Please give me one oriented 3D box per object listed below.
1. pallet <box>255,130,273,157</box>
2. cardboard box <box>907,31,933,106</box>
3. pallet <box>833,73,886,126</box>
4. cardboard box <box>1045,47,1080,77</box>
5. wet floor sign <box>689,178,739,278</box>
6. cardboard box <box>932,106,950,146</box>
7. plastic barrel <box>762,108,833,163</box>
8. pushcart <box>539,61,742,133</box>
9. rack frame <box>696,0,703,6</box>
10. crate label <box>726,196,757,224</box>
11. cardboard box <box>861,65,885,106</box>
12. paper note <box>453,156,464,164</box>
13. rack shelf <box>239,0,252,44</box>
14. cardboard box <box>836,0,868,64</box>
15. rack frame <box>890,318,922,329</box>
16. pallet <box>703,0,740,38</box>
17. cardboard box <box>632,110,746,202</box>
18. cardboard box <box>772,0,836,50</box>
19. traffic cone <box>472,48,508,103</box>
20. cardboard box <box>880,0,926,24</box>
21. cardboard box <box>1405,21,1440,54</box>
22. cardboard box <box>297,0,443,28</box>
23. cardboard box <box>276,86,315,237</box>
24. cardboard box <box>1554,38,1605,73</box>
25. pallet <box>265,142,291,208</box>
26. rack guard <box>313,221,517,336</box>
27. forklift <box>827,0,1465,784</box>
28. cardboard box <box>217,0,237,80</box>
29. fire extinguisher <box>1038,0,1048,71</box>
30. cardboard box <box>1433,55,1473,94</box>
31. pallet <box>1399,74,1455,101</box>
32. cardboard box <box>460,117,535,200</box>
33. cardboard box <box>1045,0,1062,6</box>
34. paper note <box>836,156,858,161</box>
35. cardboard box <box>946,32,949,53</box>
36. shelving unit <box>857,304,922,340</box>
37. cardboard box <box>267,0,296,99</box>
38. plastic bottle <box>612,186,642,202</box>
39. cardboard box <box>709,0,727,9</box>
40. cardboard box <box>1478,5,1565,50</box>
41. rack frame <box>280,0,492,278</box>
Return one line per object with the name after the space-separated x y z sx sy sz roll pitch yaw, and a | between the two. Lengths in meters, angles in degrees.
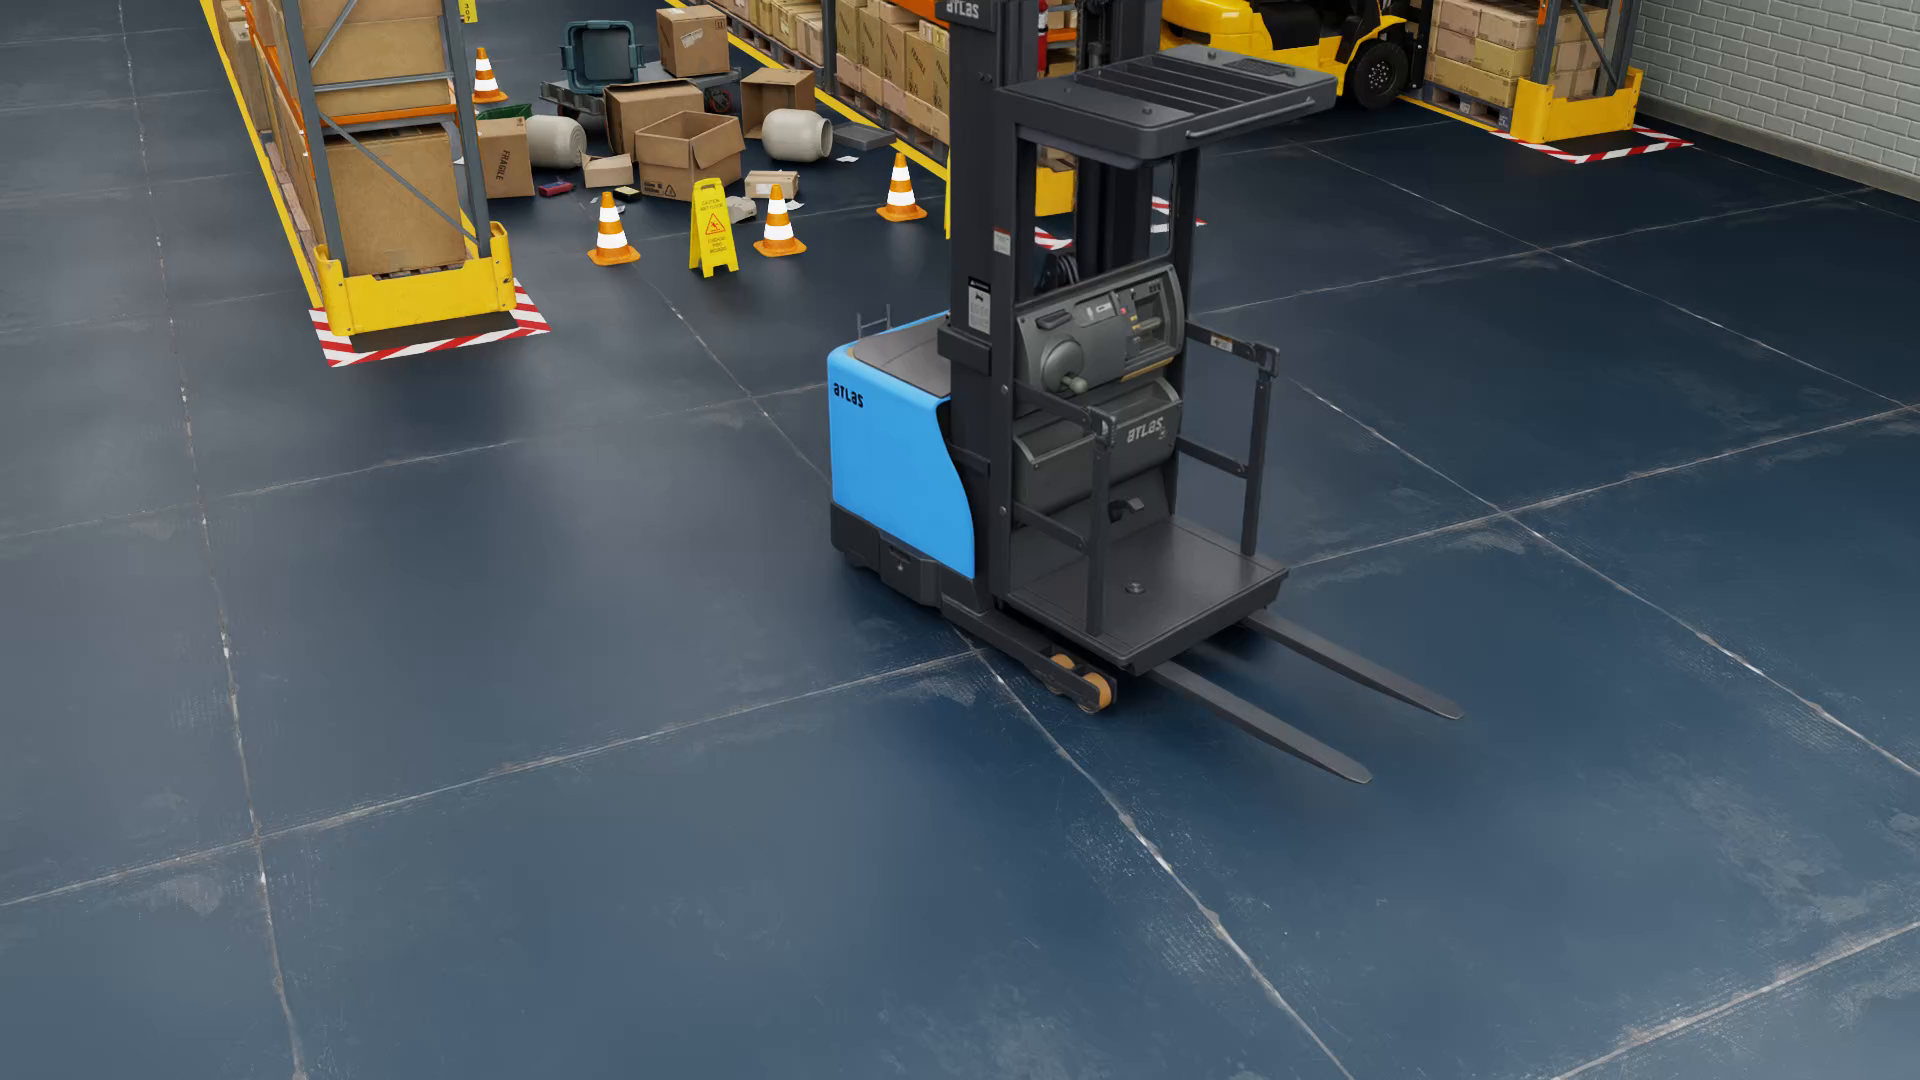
-5.638 -3.674 14.587 1.003 0.211 1.213 -13 32 -22 | pallet
-0.111 -3.947 13.837 0.500 0.500 0.500 -14 32 -23 | cardboard box
-0.491 -4.144 15.424 1.003 0.211 1.213 -13 32 -22 | pallet
0.798 -3.618 13.251 0.500 0.500 0.500 -14 32 -24 | cardboard box
-1.721 -2.175 11.468 0.267 0.644 0.232 -19 35 -30 | wet floor sign
0.100 -3.398 13.624 0.500 0.250 0.500 -13 32 -22 | cardboard box
-1.349 -3.353 13.797 0.512 0.421 0.421 7 30 13 | plastic barrel
-2.849 -4.005 15.006 0.936 0.377 1.648 26 38 38 | pushcart
-2.529 -7.417 18.409 1.000 3.000 0.127 -13 32 -22 | rack frame
-1.694 -2.504 12.576 0.298 0.136 0.250 19 34 30 | crate label
-0.563 -4.083 14.846 0.500 0.250 0.500 -11 31 -19 | cardboard box
-4.132 -3.164 13.861 0.142 0.020 0.147 13 32 21 | paper note
-6.098 -5.135 15.077 1.077 0.370 4.000 -13 32 -22 | rack shelf
-0.802 -4.643 15.079 0.500 0.500 0.500 -12 31 -20 | cardboard box
-0.259 -0.581 8.212 0.200 1.050 0.008 -24 37 -36 | rack frame
-2.195 -5.855 18.475 1.003 0.211 1.213 -13 32 -22 | pallet
-2.135 -3.038 13.153 0.637 0.503 0.797 13 32 21 | cardboard box
-1.351 -5.235 16.776 0.950 0.372 0.625 -11 31 -19 | cardboard box
-4.451 -4.369 15.567 0.336 0.463 0.334 -13 32 -22 | traffic cone
-0.462 -4.513 14.184 0.380 0.149 0.250 -11 31 -19 | cardboard box
4.449 -4.725 15.481 0.500 0.250 0.500 -14 32 -23 | cardboard box
-3.646 -3.507 10.180 0.875 0.550 0.550 -13 32 -22 | cardboard box
-4.252 -2.729 11.793 0.875 0.875 0.875 -14 32 -23 | cardboard box
5.373 -4.380 14.864 0.500 0.250 0.500 -12 32 -21 | cardboard box
-4.983 -2.997 13.379 1.003 0.211 1.213 -13 32 -22 | pallet
-3.511 -1.698 10.766 1.175 0.500 0.348 -13 32 -22 | rack guard
0.735 -0.836 6.745 1.130 2.935 3.031 -24 37 -36 | forklift
-6.398 -4.861 15.723 1.050 0.750 0.750 -13 32 -21 | cardboard box
0.539 -3.702 11.863 0.296 0.674 0.183 -13 32 -22 | fire extinguisher
4.695 -4.273 15.186 0.500 0.250 0.500 -13 32 -22 | cardboard box
4.501 -4.577 16.197 1.003 0.211 1.213 -13 32 -22 | pallet
-3.646 -3.006 13.097 0.500 0.500 0.500 -8 30 -13 | cardboard box
0.424 -4.238 12.334 0.500 0.500 0.500 -14 32 -23 | cardboard box
-0.939 -3.193 13.913 0.148 0.019 0.142 26 38 38 | paper note
0.108 -3.924 13.132 0.380 0.149 0.250 -12 31 -21 | cardboard box
-0.340 -0.625 8.291 0.215 1.050 0.252 -24 37 -36 | shelving unit
-3.978 -3.257 10.838 0.875 0.550 0.550 -13 32 -22 | cardboard box
-2.628 -2.718 13.035 0.283 0.061 0.133 26 38 38 | plastic bottle
-2.295 -6.202 18.500 0.950 0.372 0.625 -15 33 -25 | cardboard box
4.908 -4.484 14.540 0.500 0.250 0.500 -12 31 -20 | cardboard box
-3.522 -2.799 10.174 1.000 3.000 0.127 -13 32 -22 | rack frame
